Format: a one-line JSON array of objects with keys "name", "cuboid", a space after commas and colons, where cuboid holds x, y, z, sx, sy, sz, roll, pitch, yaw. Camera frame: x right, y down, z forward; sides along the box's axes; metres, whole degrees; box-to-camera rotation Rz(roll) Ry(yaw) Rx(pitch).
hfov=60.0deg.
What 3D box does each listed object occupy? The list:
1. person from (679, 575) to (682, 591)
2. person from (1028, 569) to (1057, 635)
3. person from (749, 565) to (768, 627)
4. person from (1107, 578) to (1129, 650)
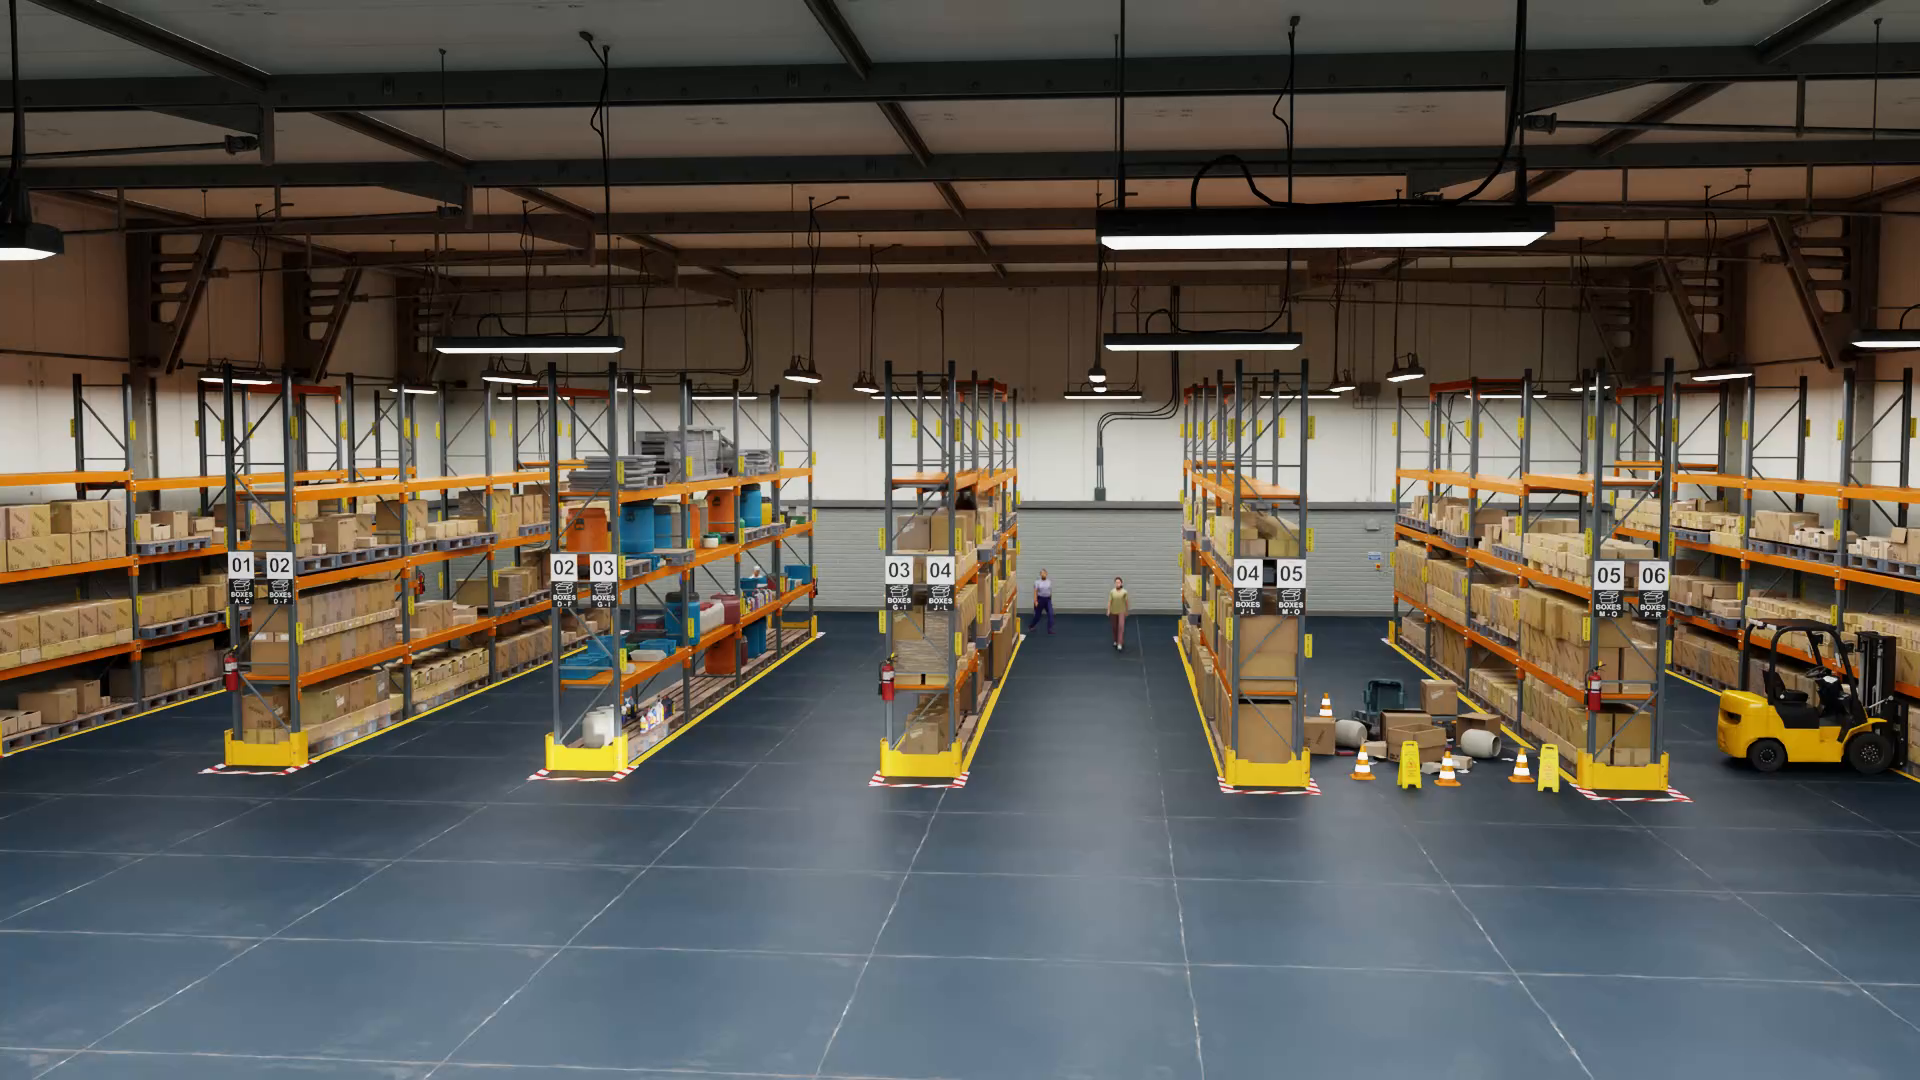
[{"name": "person", "cuboid": [-6.822, 1.426, 41.768, 0.436, 1.659, 0.464, 1, 4, 15]}, {"name": "person", "cuboid": [2.042, 1.554, 40.806, 0.573, 1.518, 0.903, -2, 4, -30]}, {"name": "person", "cuboid": [-5.077, 1.446, 41.616, 0.552, 1.625, 0.933, 1, 4, 12]}, {"name": "person", "cuboid": [3.624, 1.676, 38.154, 0.492, 1.625, 0.974, 1, 4, 9]}]
